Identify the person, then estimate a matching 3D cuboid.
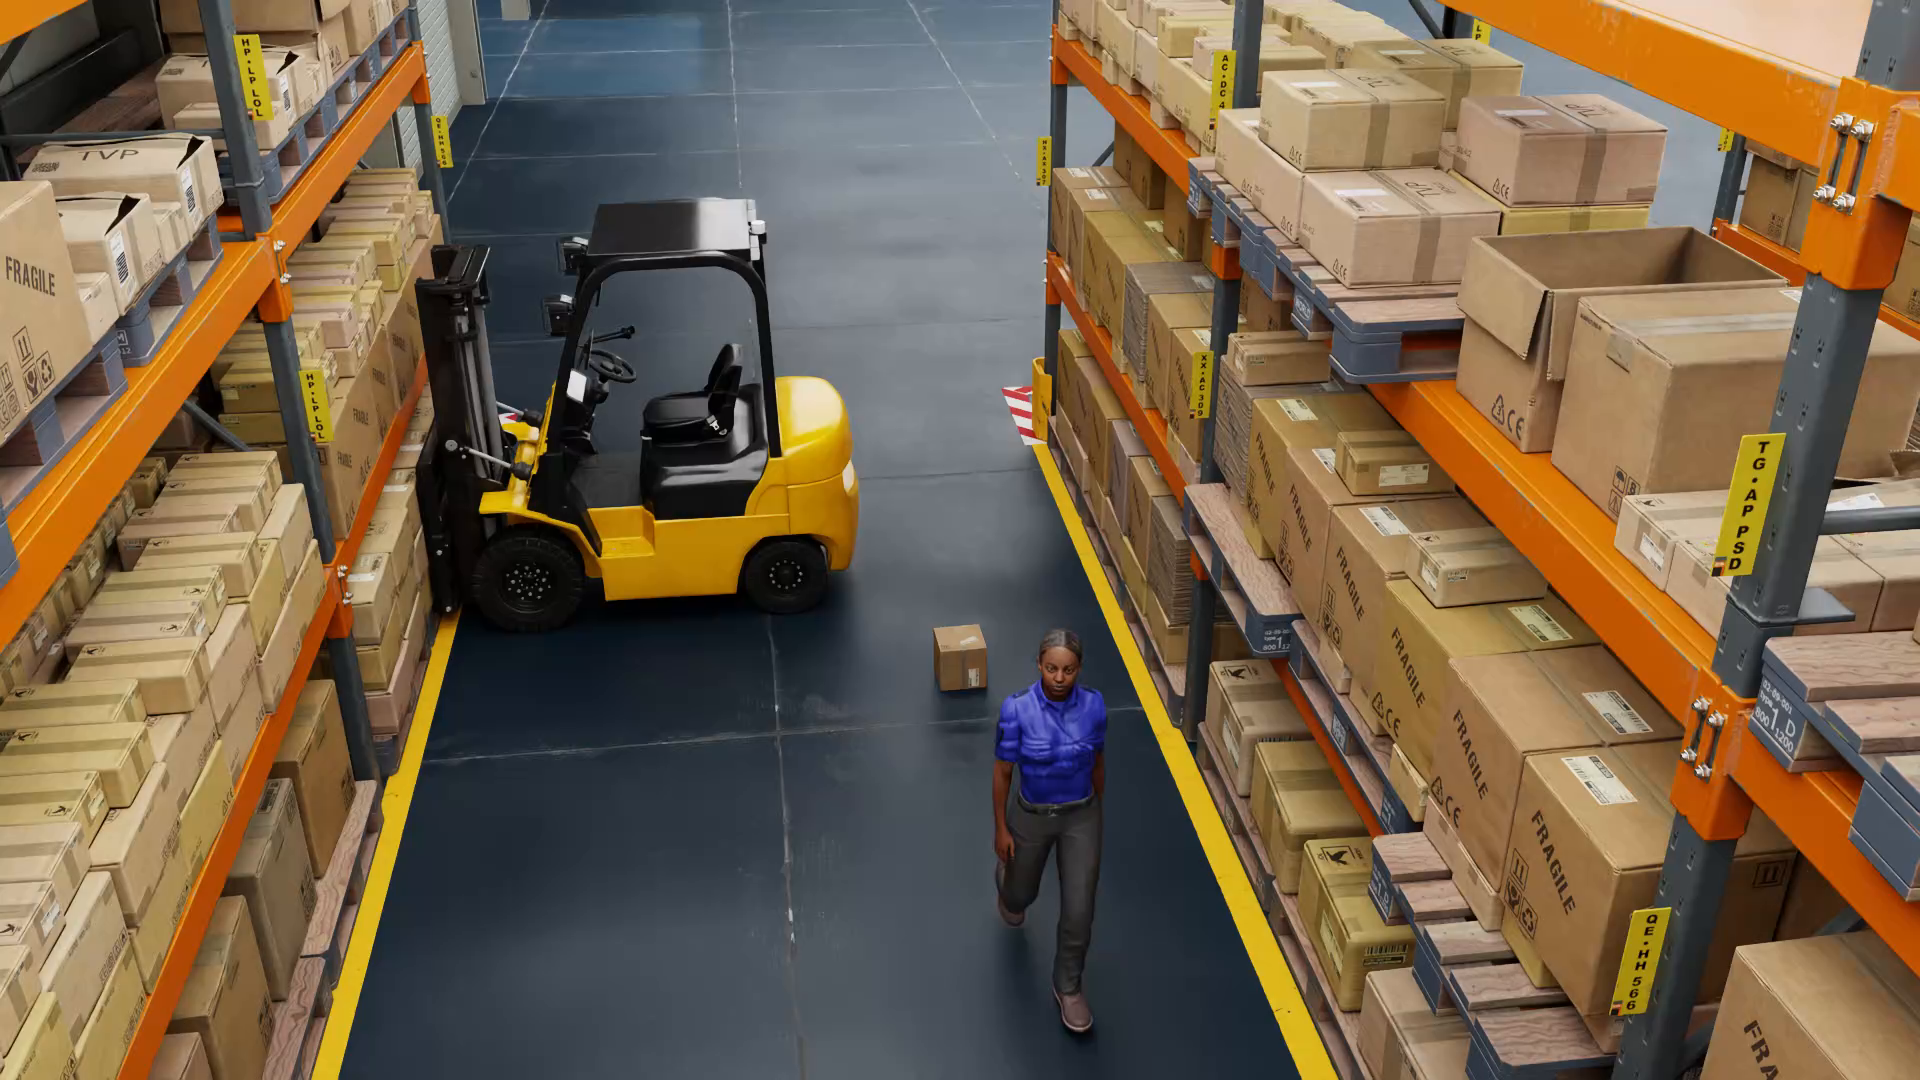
[{"bbox_3d":[0.348,1.064,6.544,0.462,1.612,0.813,-3,27,-6],"label":"person"}]
